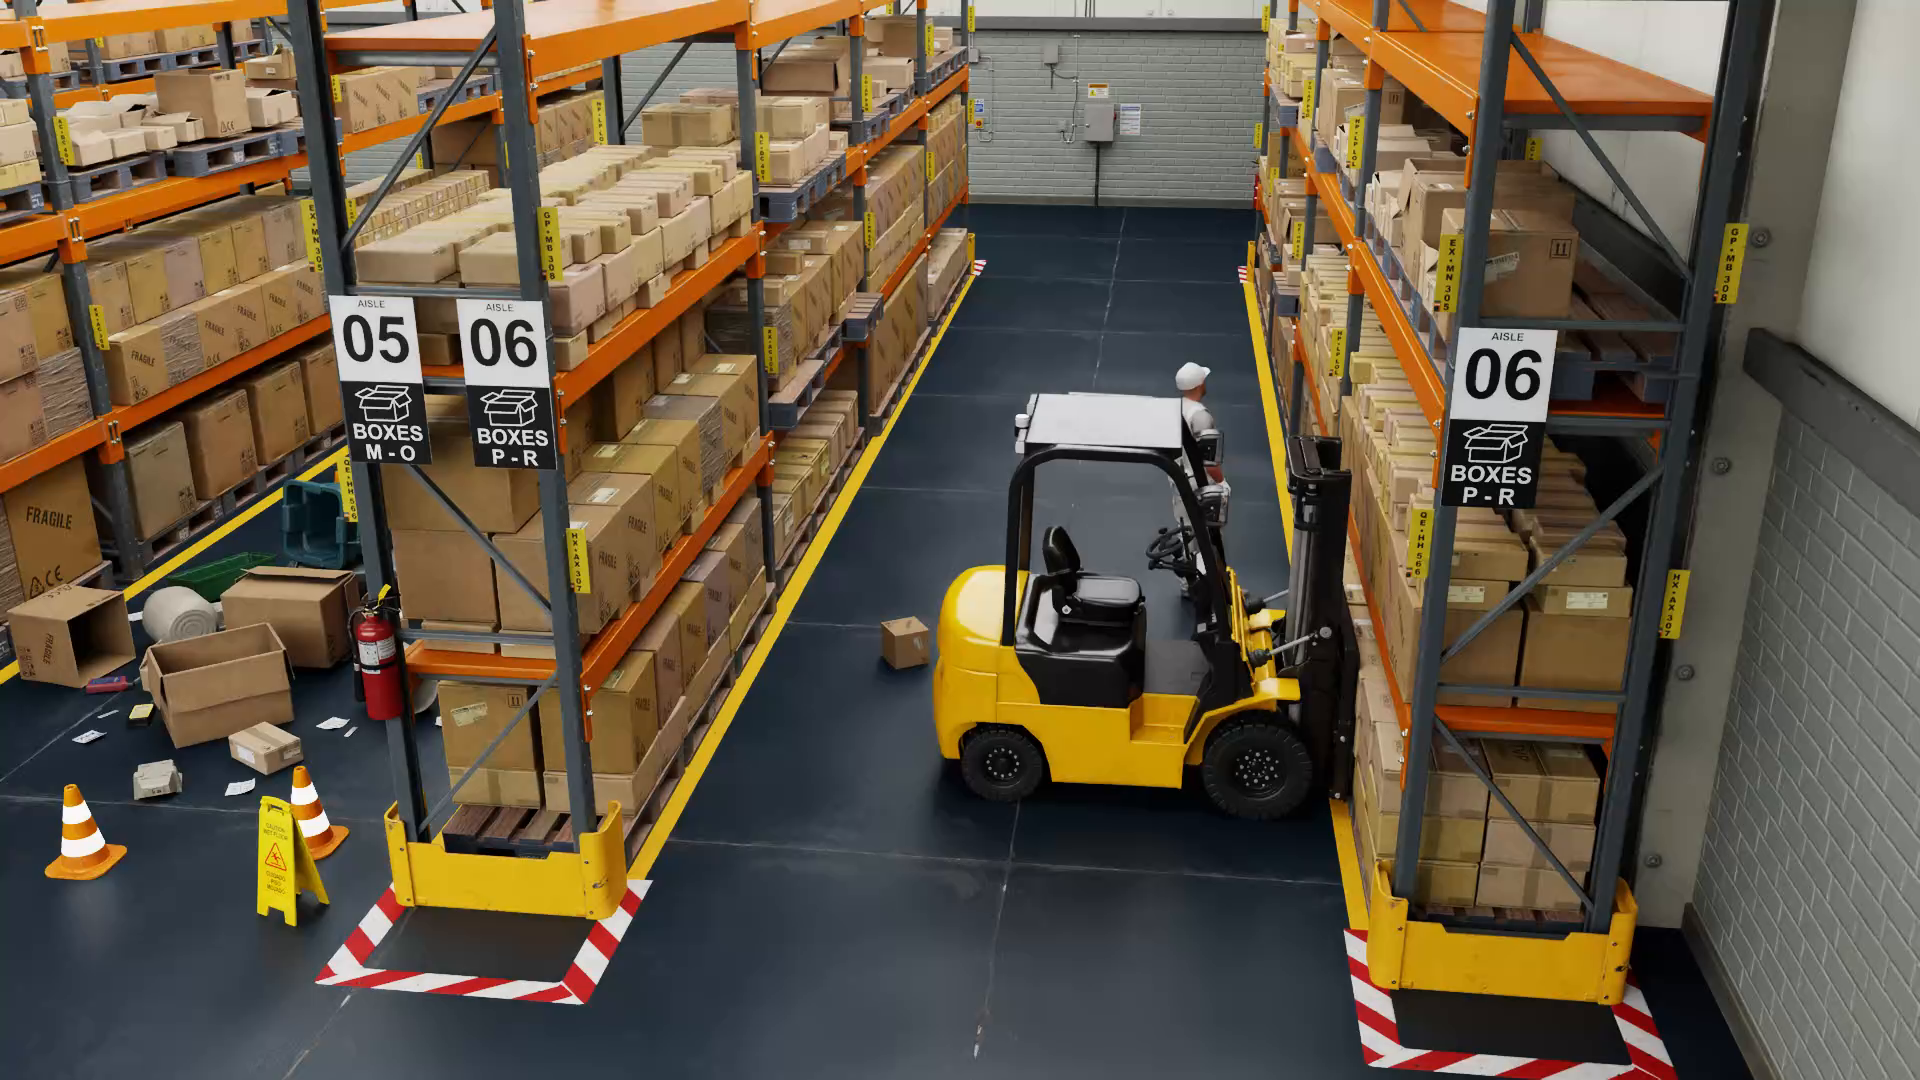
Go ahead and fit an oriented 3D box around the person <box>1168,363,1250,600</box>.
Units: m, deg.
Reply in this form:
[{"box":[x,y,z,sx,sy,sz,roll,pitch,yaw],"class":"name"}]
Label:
[{"box":[1.784,-0.431,12.145,0.564,1.787,0.637,-11,24,-27],"class":"person"}]
